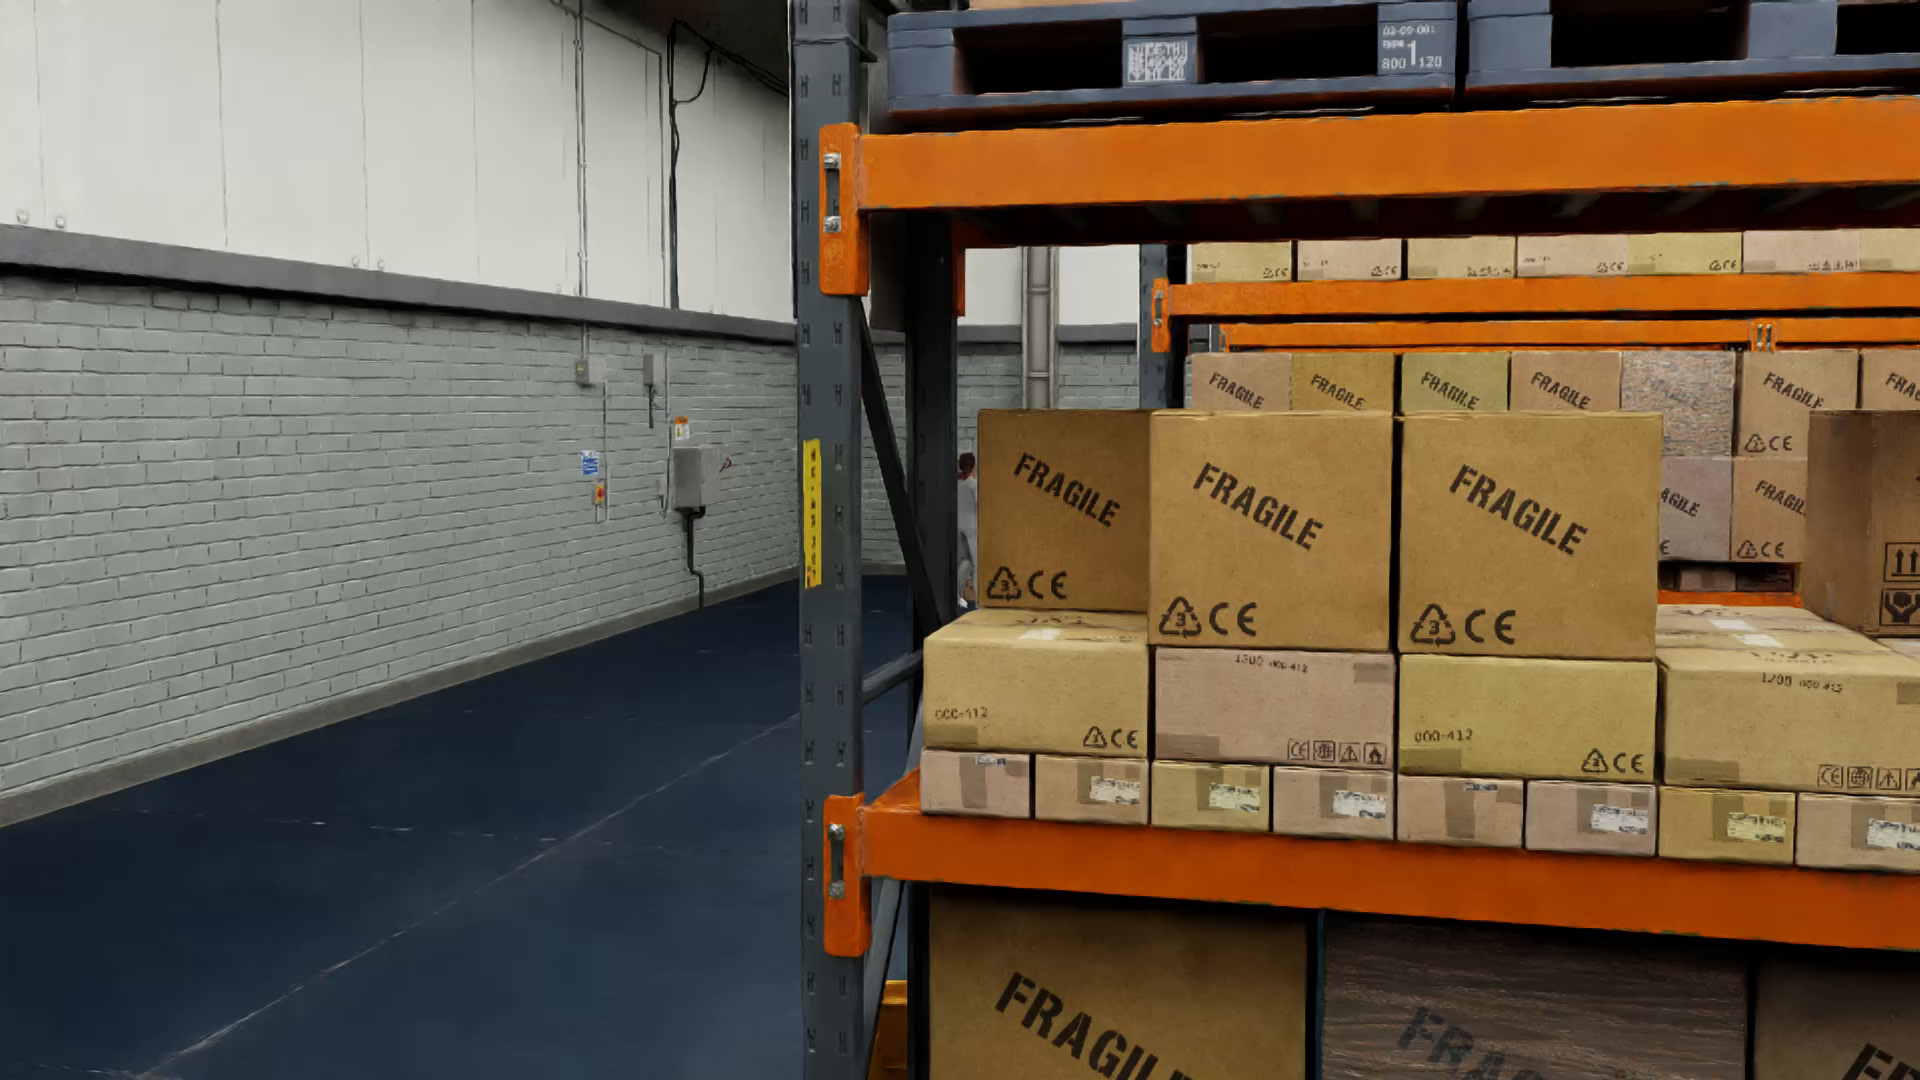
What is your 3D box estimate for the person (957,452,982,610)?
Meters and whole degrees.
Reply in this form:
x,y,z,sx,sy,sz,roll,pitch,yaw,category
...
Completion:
x,y,z,sx,sy,sz,roll,pitch,yaw,category
0.168,-0.069,16.991,0.581,1.653,0.459,4,6,38,person
